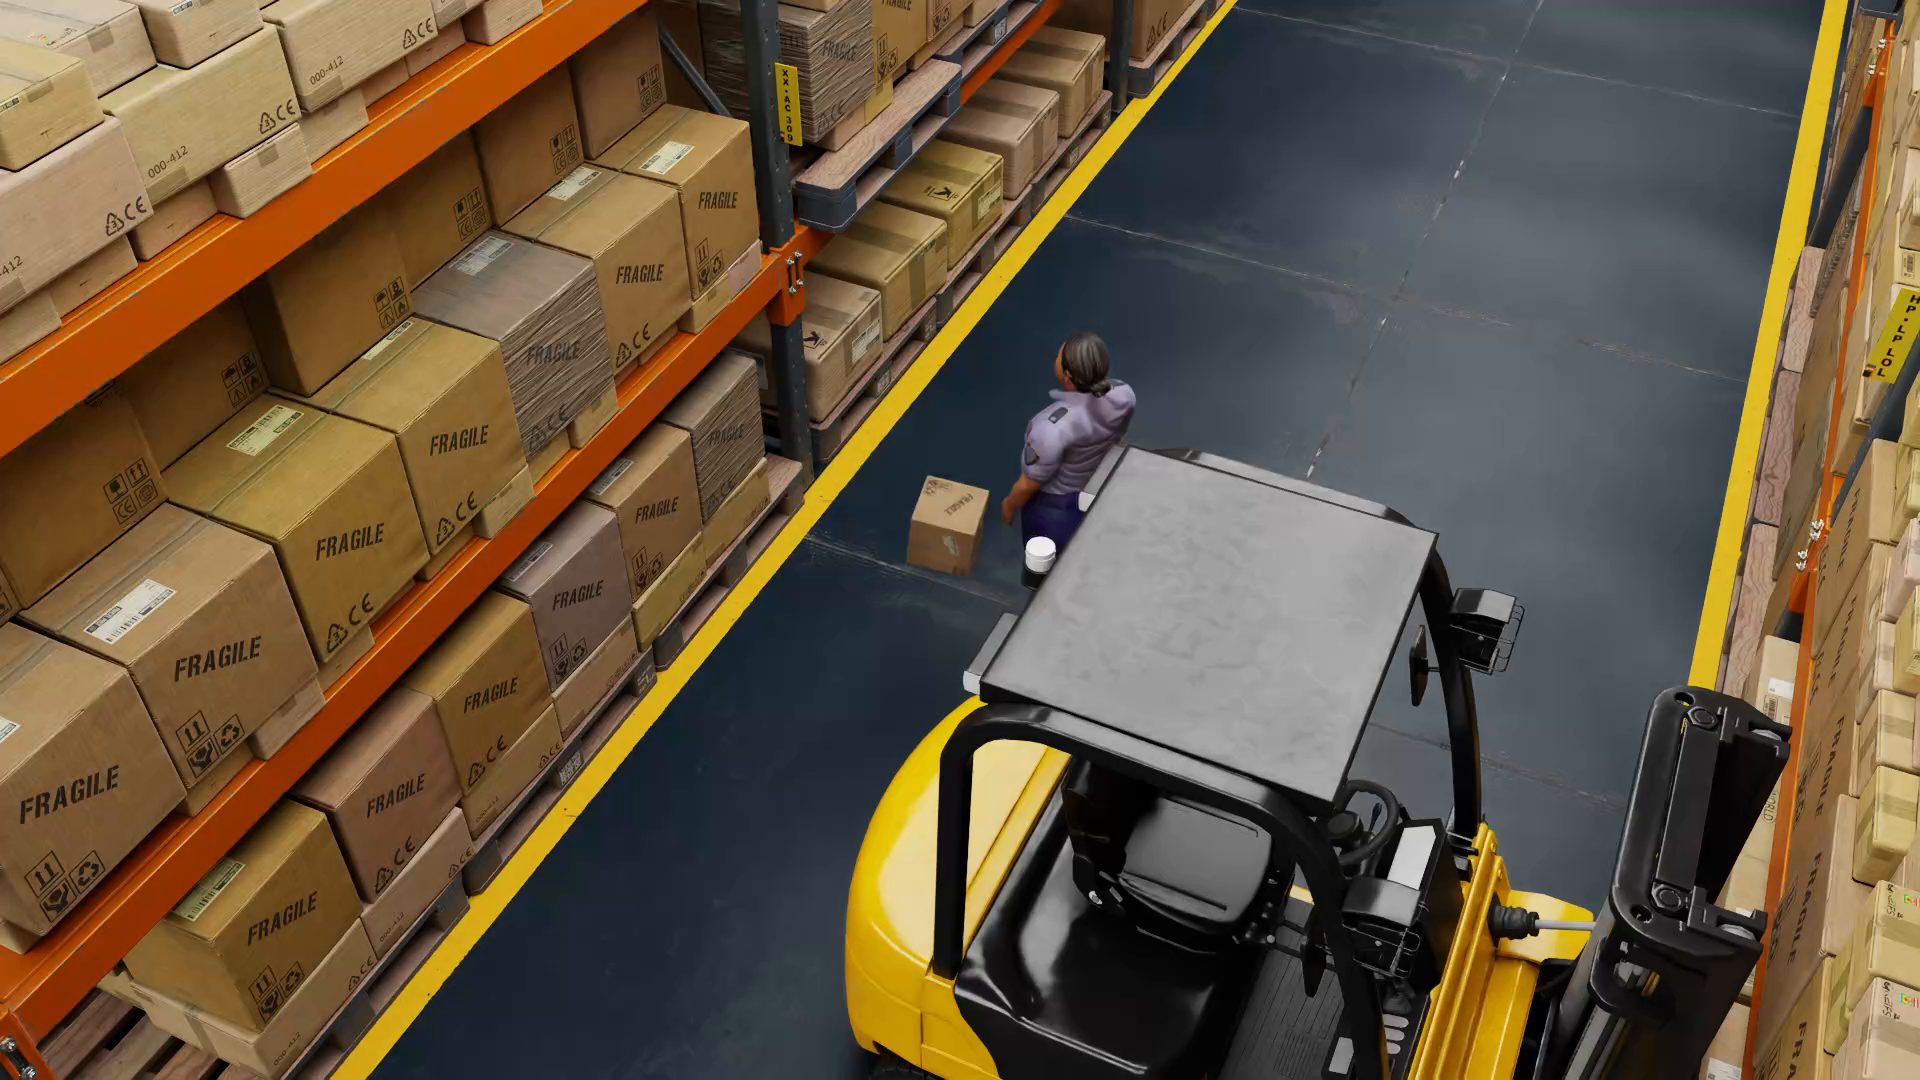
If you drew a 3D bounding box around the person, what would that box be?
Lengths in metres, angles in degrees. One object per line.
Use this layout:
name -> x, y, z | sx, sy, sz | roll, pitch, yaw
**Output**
person -> 0.361, -0.150, 6.328 | 0.526, 1.642, 0.519 | -31, 51, -30
